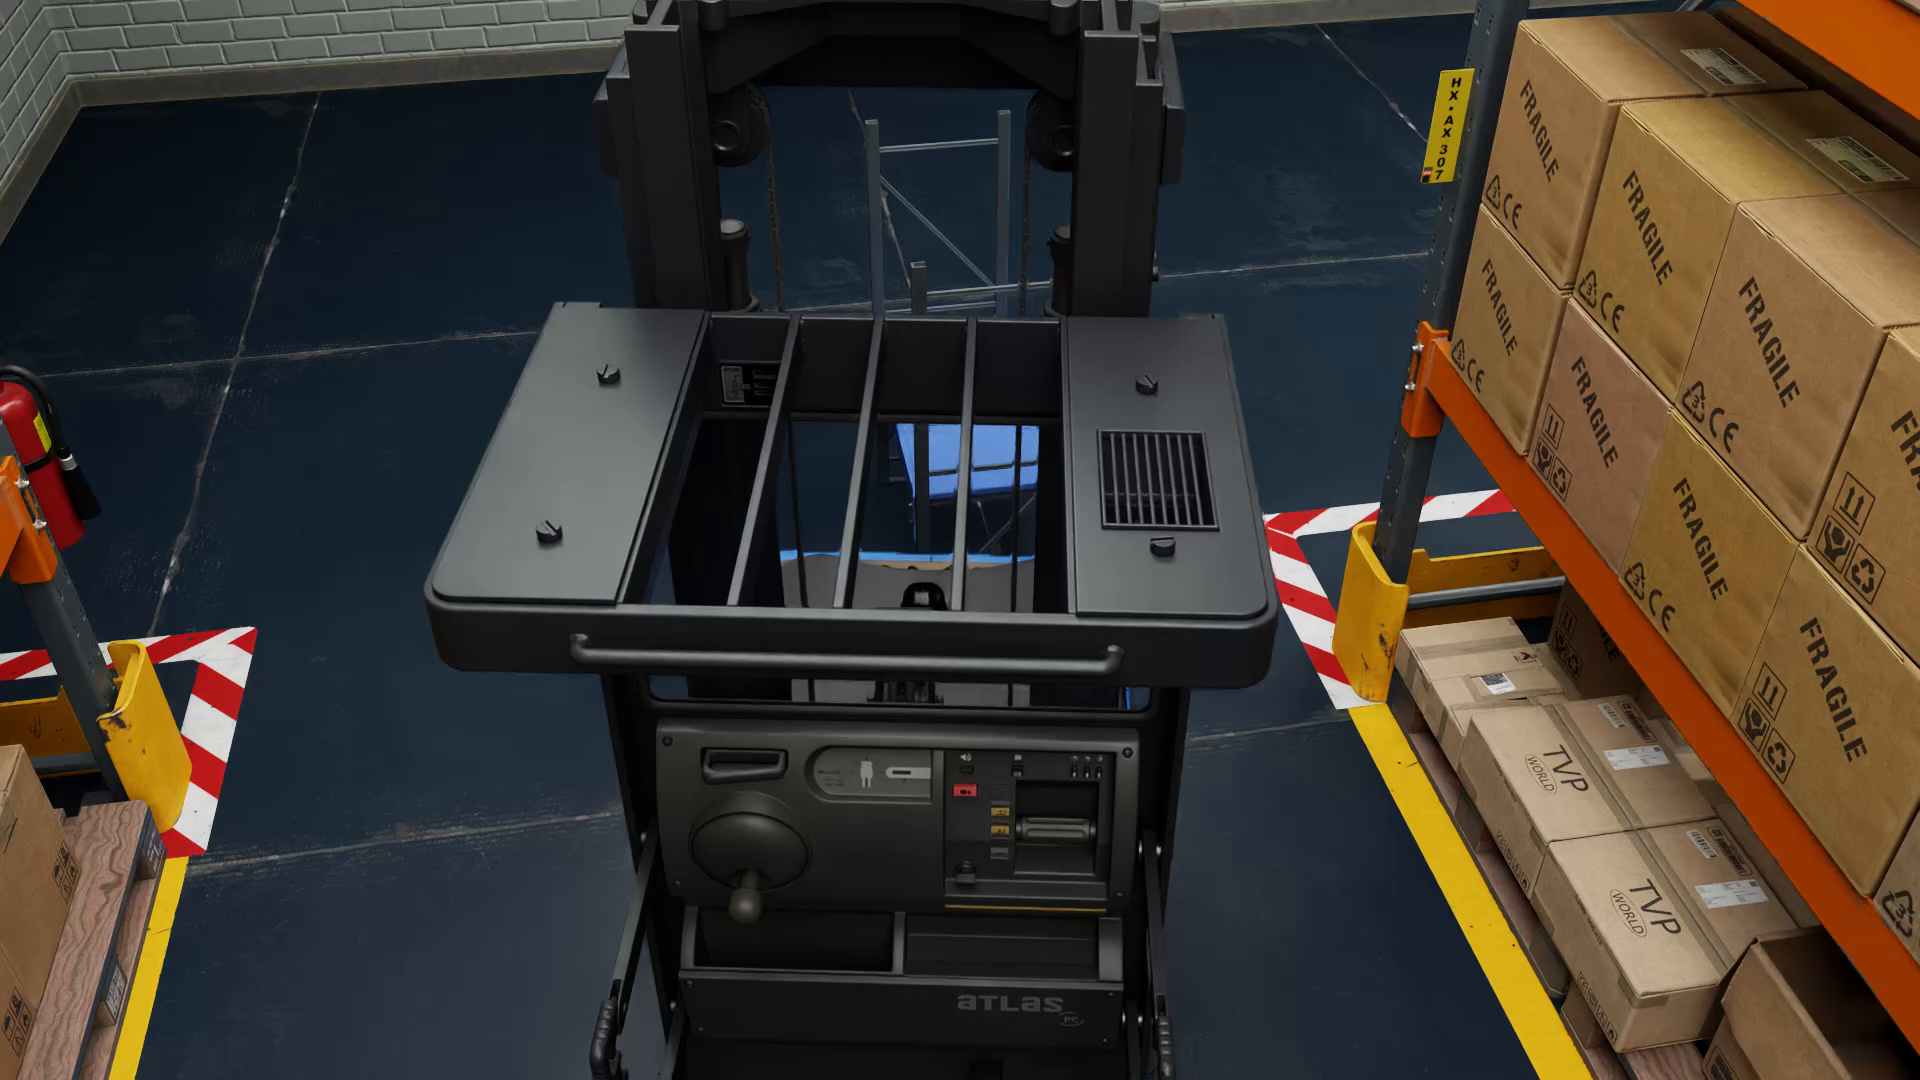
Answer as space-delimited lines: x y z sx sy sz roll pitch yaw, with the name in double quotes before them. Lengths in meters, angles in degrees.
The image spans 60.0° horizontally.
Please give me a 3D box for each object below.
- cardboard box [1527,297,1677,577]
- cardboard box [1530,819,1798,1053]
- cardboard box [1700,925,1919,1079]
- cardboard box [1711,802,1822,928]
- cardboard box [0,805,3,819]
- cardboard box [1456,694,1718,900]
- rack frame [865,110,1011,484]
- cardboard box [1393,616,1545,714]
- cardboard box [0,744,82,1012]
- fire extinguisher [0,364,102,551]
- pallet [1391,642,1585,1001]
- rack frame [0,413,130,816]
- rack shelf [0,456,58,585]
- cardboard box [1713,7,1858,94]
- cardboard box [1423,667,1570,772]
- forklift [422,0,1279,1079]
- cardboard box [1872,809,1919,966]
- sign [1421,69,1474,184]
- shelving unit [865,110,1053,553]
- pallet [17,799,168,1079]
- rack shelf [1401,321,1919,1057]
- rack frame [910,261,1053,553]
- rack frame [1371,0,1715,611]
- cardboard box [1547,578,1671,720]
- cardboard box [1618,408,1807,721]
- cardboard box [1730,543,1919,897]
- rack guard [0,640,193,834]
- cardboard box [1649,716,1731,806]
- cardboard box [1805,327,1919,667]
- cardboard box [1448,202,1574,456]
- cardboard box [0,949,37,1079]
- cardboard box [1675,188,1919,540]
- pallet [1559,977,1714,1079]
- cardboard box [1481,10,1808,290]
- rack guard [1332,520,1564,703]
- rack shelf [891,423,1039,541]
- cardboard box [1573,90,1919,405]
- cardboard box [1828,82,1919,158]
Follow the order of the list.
"cardboard box" 1.785 -0.279 4.083 0.500 0.500 0.500 -7 38 -8
"cardboard box" 1.863 1.028 4.365 0.500 0.250 0.500 -6 38 -8
"cardboard box" 2.238 1.247 3.877 0.797 0.503 0.637 -6 38 -8
"cardboard box" 2.346 0.944 4.473 0.500 0.250 0.500 -6 38 -8
"cardboard box" -2.582 0.723 4.041 0.380 0.149 0.250 -7 38 -8
"cardboard box" 1.775 0.726 4.753 0.500 0.250 0.500 -6 38 -8
"rack frame" -0.074 -0.848 6.119 0.500 1.500 0.032 -6 38 -8
"cardboard box" 1.606 0.395 5.262 0.380 0.149 0.250 -6 38 -8
"cardboard box" -2.784 0.921 4.315 0.700 0.500 0.500 -6 38 -8
"fire extinguisher" -2.577 -0.275 4.526 0.296 0.674 0.183 -6 38 -8
"pallet" 2.025 0.781 5.072 1.003 0.211 1.213 -6 38 -8
"rack frame" -3.005 -0.312 4.207 1.000 3.000 0.127 -6 38 -8
"rack shelf" -2.654 1.180 2.873 1.077 0.370 4.000 -6 38 -8
"cardboard box" 2.220 -1.042 4.250 0.500 0.500 0.500 -7 38 -8
"cardboard box" 1.650 0.539 5.062 0.380 0.166 0.250 -6 38 -8
"forklift" -0.127 0.623 3.059 1.130 2.935 3.031 1 38 2
"cardboard box" 2.048 0.634 2.908 0.500 0.500 0.500 -5 38 -7
"sign" 1.337 -1.131 4.555 0.100 0.325 0.005 -6 38 -8
"shelving unit" 0.015 -0.541 5.724 0.538 1.500 1.048 -6 38 -8
"pallet" -2.788 1.264 4.452 1.003 0.211 1.213 -6 38 -8
"rack shelf" 2.222 0.645 3.561 1.077 0.370 4.000 -6 38 -8
"rack frame" 0.104 -0.234 5.328 0.500 1.500 0.032 -6 38 -8
"rack frame" 1.871 -0.847 4.896 1.000 3.000 0.127 -6 38 -8
"cardboard box" 2.209 0.268 5.139 0.500 0.500 0.500 -6 38 -8
"cardboard box" 1.870 0.024 3.692 0.500 0.500 0.500 -6 38 -8
"cardboard box" 1.956 0.326 3.304 0.500 0.500 0.500 -6 38 -7
"rack guard" -3.009 0.660 4.992 1.175 0.500 0.348 -6 38 -8
"cardboard box" 2.192 0.654 4.914 0.380 0.166 0.250 -6 38 -8
"cardboard box" 1.962 -0.061 2.987 0.500 0.500 0.500 -7 38 -8
"cardboard box" 1.690 -0.590 4.483 0.500 0.500 0.500 -5 38 -7
"cardboard box" -2.696 1.223 3.926 0.700 0.500 0.500 -6 38 -8
"cardboard box" 1.872 -0.368 3.382 0.500 0.500 0.500 -6 38 -7
"pallet" 2.236 1.517 4.126 1.003 0.211 1.213 -6 38 -8
"cardboard box" 1.690 -0.985 4.177 0.500 0.500 0.500 -5 38 -7
"rack guard" 1.885 0.186 5.603 1.175 0.500 0.348 -6 38 -8
"rack shelf" 0.015 -0.399 5.834 0.538 0.185 1.000 -6 38 -8
"cardboard box" 1.789 -0.670 3.771 0.500 0.500 0.500 -6 38 -7
"cardboard box" 2.310 -0.737 3.858 0.500 0.500 0.500 -5 38 -7
